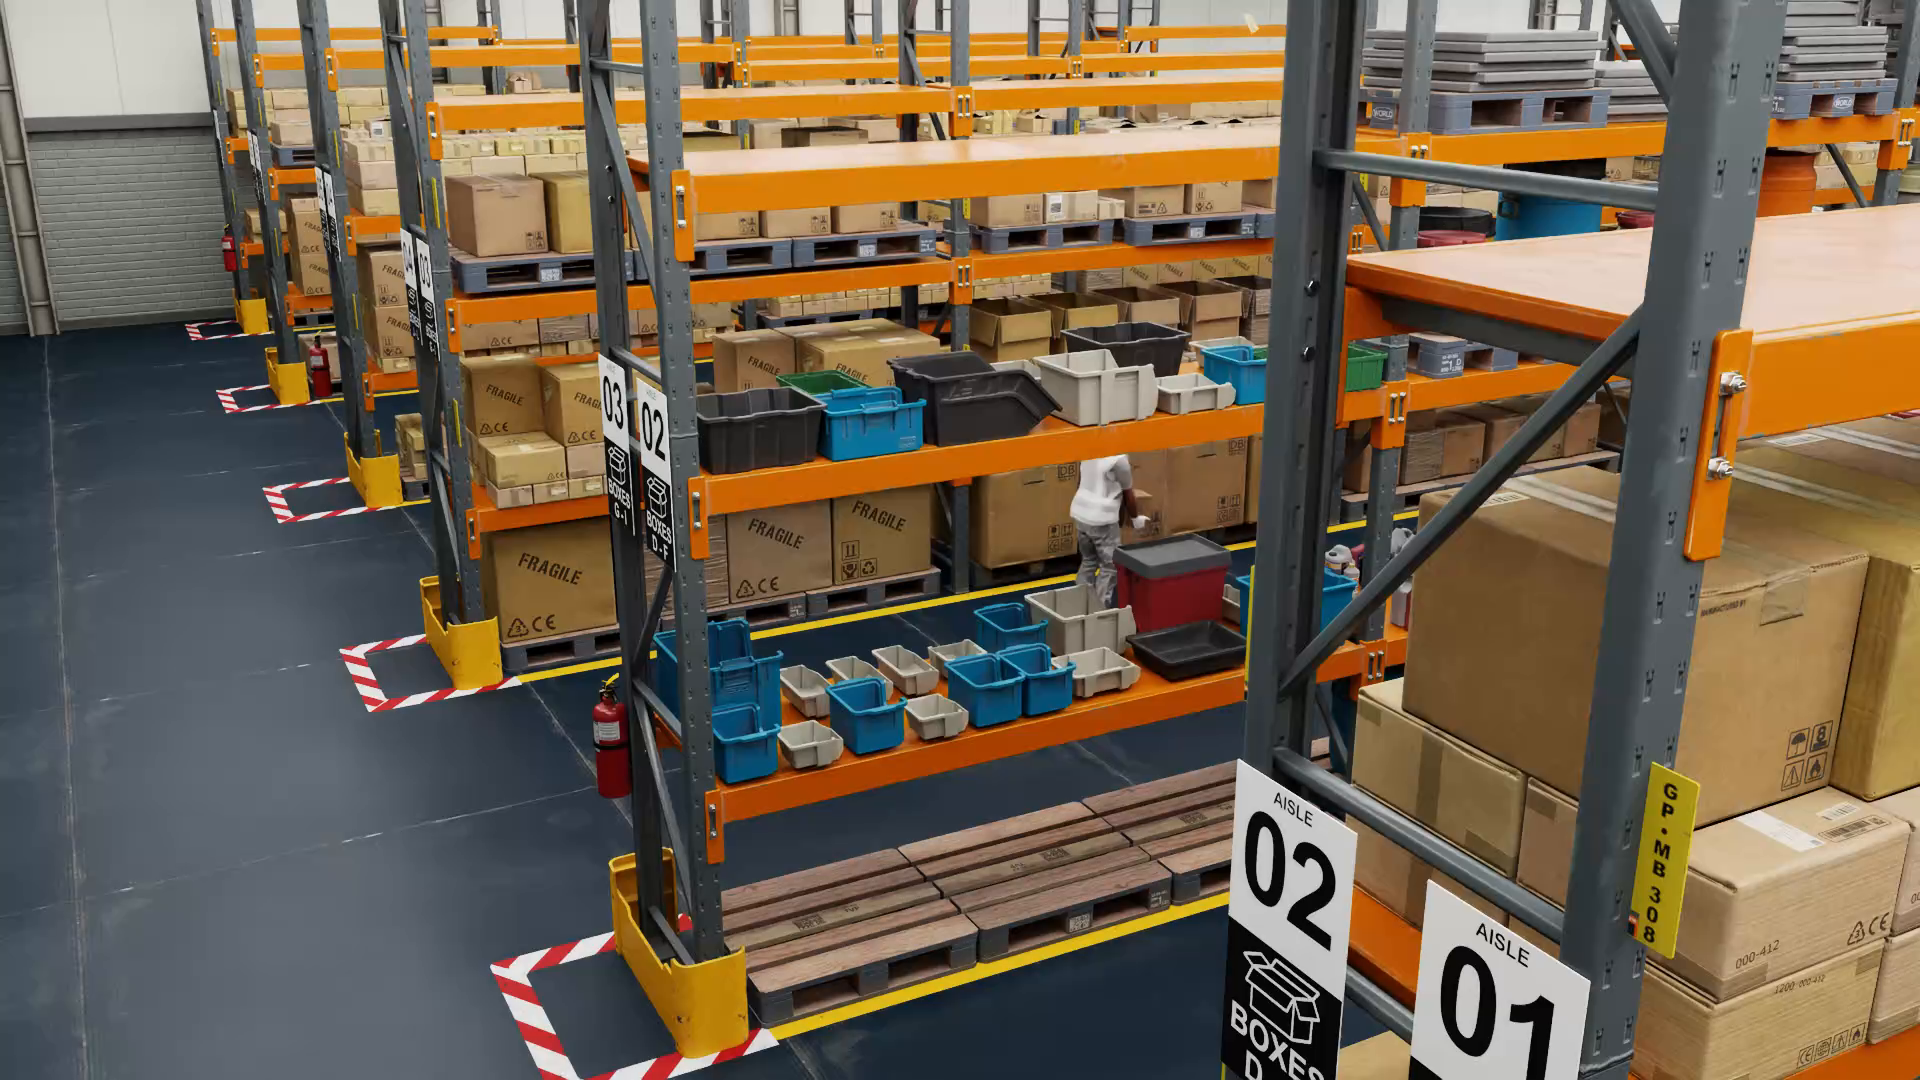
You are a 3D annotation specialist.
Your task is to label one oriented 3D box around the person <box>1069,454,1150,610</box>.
[{"bbox_3d":[1.167,-0.178,13.100,0.604,1.761,0.487,-10,21,-28],"label":"person"}]
